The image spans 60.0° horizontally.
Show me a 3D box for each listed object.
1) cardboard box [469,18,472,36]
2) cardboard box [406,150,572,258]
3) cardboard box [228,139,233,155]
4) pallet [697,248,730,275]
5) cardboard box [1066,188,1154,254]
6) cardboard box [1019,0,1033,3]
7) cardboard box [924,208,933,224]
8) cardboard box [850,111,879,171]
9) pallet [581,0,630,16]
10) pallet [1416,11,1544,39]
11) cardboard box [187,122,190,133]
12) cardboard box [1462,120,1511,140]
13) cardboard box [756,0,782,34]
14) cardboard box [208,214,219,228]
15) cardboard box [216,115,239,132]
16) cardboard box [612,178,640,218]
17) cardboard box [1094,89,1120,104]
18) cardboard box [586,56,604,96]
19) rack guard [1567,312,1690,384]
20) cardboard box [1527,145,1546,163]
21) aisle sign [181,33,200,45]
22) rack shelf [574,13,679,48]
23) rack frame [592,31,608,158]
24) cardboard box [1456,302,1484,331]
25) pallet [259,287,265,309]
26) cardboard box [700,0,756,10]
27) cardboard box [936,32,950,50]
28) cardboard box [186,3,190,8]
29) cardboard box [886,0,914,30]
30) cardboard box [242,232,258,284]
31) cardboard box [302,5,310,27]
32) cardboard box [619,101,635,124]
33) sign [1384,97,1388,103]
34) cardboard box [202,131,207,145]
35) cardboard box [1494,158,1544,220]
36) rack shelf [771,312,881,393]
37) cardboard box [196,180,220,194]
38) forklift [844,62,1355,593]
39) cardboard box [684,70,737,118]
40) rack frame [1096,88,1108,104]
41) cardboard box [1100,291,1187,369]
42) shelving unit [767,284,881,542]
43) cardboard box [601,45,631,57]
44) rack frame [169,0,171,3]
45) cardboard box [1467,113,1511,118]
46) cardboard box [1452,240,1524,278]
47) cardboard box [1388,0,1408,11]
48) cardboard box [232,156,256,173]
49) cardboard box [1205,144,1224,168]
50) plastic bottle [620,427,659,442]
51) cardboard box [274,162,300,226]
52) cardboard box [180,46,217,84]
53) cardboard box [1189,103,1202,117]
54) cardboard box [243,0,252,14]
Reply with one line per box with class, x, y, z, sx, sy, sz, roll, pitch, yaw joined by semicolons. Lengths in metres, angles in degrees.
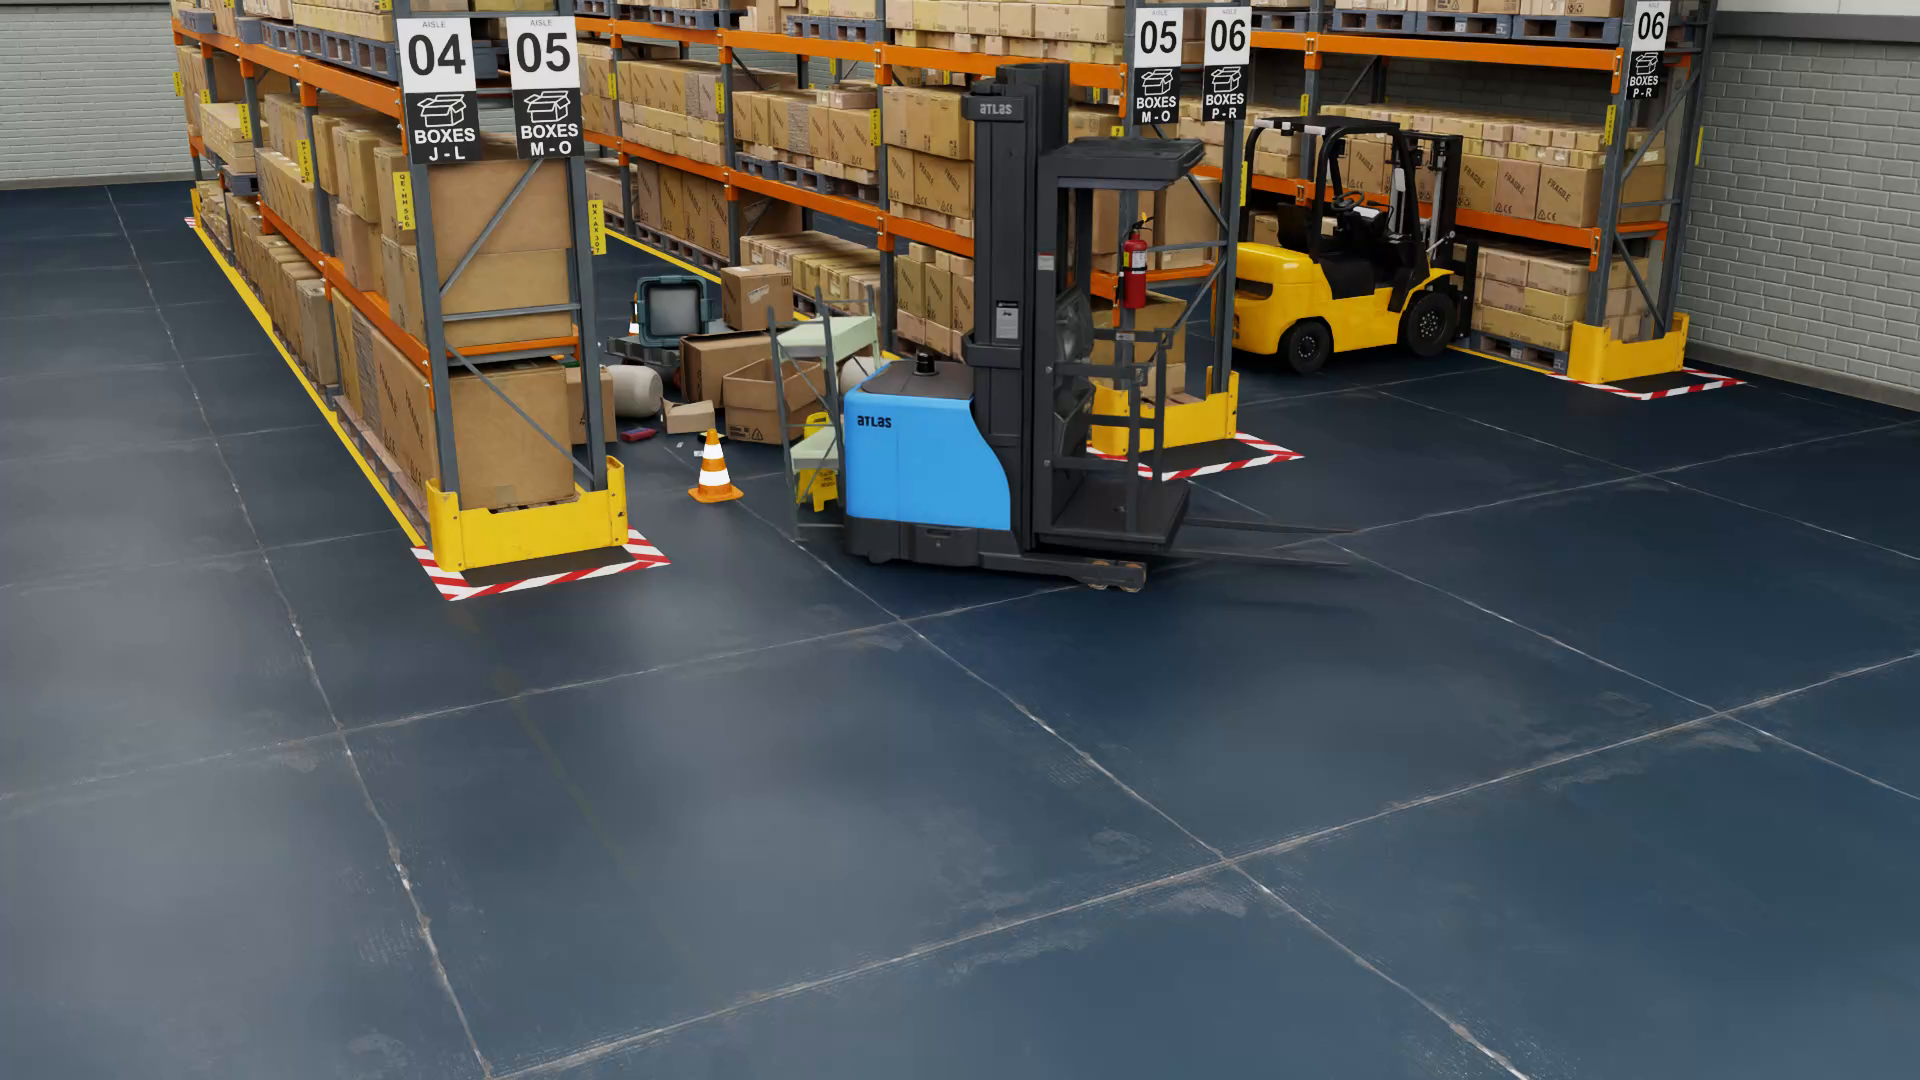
cardboard box;-2.936;-3.273;10.508;0.380;0.149;0.250;-10;21;-26
cardboard box;-2.837;-2.056;10.107;0.875;0.550;0.550;-10;21;-27
cardboard box;-7.257;-4.027;16.988;0.380;0.149;0.250;-9;21;-25
pallet;-2.493;-3.375;20.087;1.003;0.211;1.213;-10;21;-27
cardboard box;1.114;-2.459;12.550;0.500;0.500;0.500;-10;22;-28
cardboard box;0.681;-4.267;12.964;0.380;0.149;0.250;-11;22;-28
cardboard box;-0.100;-2.912;14.856;0.380;0.149;0.250;-10;21;-27
cardboard box;-0.707;-3.790;15.763;0.500;0.500;0.500;-10;22;-28
pallet;-4.464;-7.215;22.481;1.003;0.211;1.213;-10;21;-27
pallet;5.084;-4.862;15.660;1.003;0.211;1.213;-10;21;-27
cardboard box;-10.427;-5.693;22.916;0.380;0.149;0.250;-10;21;-27
cardboard box;4.931;-3.844;15.568;0.380;0.149;0.250;-10;21;-26
cardboard box;-1.744;-5.646;17.644;0.700;0.500;0.500;-10;21;-27
cardboard box;-9.733;-4.240;22.047;0.380;0.149;0.250;-11;22;-29
cardboard box;-7.742;-4.461;17.791;0.380;0.149;0.250;-9;21;-24
cardboard box;-4.288;-4.787;23.190;0.875;0.438;0.875;-10;22;-27
cardboard box;2.075;-5.642;21.587;0.500;0.500;0.500;-9;21;-24
cardboard box;-4.785;-6.362;22.785;0.500;0.500;0.500;-10;22;-27
rack guard;5.992;-1.740;14.906;1.175;0.500;0.348;-10;21;-27
cardboard box;5.352;-3.491;15.002;0.380;0.149;0.250;-10;21;-26
aisle sign;-10.591;-7.159;22.794;0.394;0.787;0.004;-10;21;-27
rack shelf;-5.034;-7.255;23.562;1.077;0.370;4.000;-10;21;-27
rack frame;-5.984;-6.751;25.598;1.000;3.000;0.127;-10;21;-27
cardboard box;5.022;-2.202;15.986;0.500;0.250;0.500;-10;21;-26
pallet;-6.863;-2.565;17.742;1.003;0.211;1.213;-10;21;-27
cardboard box;-2.497;-6.205;18.614;0.797;0.503;0.637;-11;22;-30
cardboard box;0.020;-4.262;14.172;0.380;0.149;0.250;-9;21;-25
cardboard box;-9.090;-6.398;20.207;0.500;0.250;0.500;-10;21;-27
cardboard box;-0.318;-4.625;14.613;0.500;0.250;0.500;-10;22;-28
cardboard box;-7.545;-3.123;18.272;0.500;0.500;0.500;-11;22;-29
cardboard box;-4.478;-3.753;11.897;0.380;0.149;0.250;-10;21;-27
cardboard box;-4.124;-5.598;21.721;0.500;0.250;0.500;-11;22;-28
sign;4.569;-4.609;17.942;0.100;0.325;0.005;-10;21;-27
cardboard box;-8.611;-4.703;19.403;0.380;0.149;0.250;-11;22;-29
cardboard box;5.277;-3.226;15.229;0.500;0.500;0.500;-9;21;-25
rack shelf;-0.840;-1.191;10.528;0.431;0.370;0.720;1;18;19
cardboard box;-10.343;-4.885;23.003;0.380;0.149;0.250;-11;22;-29
forklift;0.866;-1.270;9.819;3.031;2.935;1.130;5;20;14
cardboard box;-2.912;-5.229;19.499;0.500;0.500;0.500;-10;21;-26
rack frame;2.181;-5.225;21.174;1.000;3.000;0.127;-10;21;-27
cardboard box;1.462;-1.692;13.360;0.500;0.500;0.500;-11;22;-28
shelving unit;-0.807;-0.820;10.643;0.431;1.500;0.755;1;18;19
cardboard box;-4.650;-6.634;22.578;0.380;0.149;0.250;-10;21;-27
rack frame;-10.292;-8.791;22.313;1.000;3.000;0.127;-10;21;-27
cardboard box;5.171;-4.076;16.241;0.380;0.149;0.250;-9;21;-25
cardboard box;4.991;-2.672;15.816;0.500;0.250;0.500;-10;21;-26
cardboard box;4.392;-5.225;16.164;0.380;0.149;0.250;-9;21;-25
cardboard box;-7.132;-3.809;16.813;0.380;0.149;0.250;-10;21;-26
cardboard box;3.159;-4.400;19.015;0.500;0.250;0.500;-10;21;-26
plastic bottle;-2.487;-0.825;12.929;0.133;0.061;0.283;16;25;39
cardboard box;-5.800;-3.102;14.869;0.500;0.500;0.500;-10;22;-27
cardboard box;-10.068;-6.302;22.154;0.500;0.500;0.500;-9;21;-25
cardboard box;2.904;-5.013;19.412;0.380;0.149;0.250;-10;21;-27
cardboard box;-6.343;-5.039;15.376;0.500;0.311;0.500;-10;21;-27
